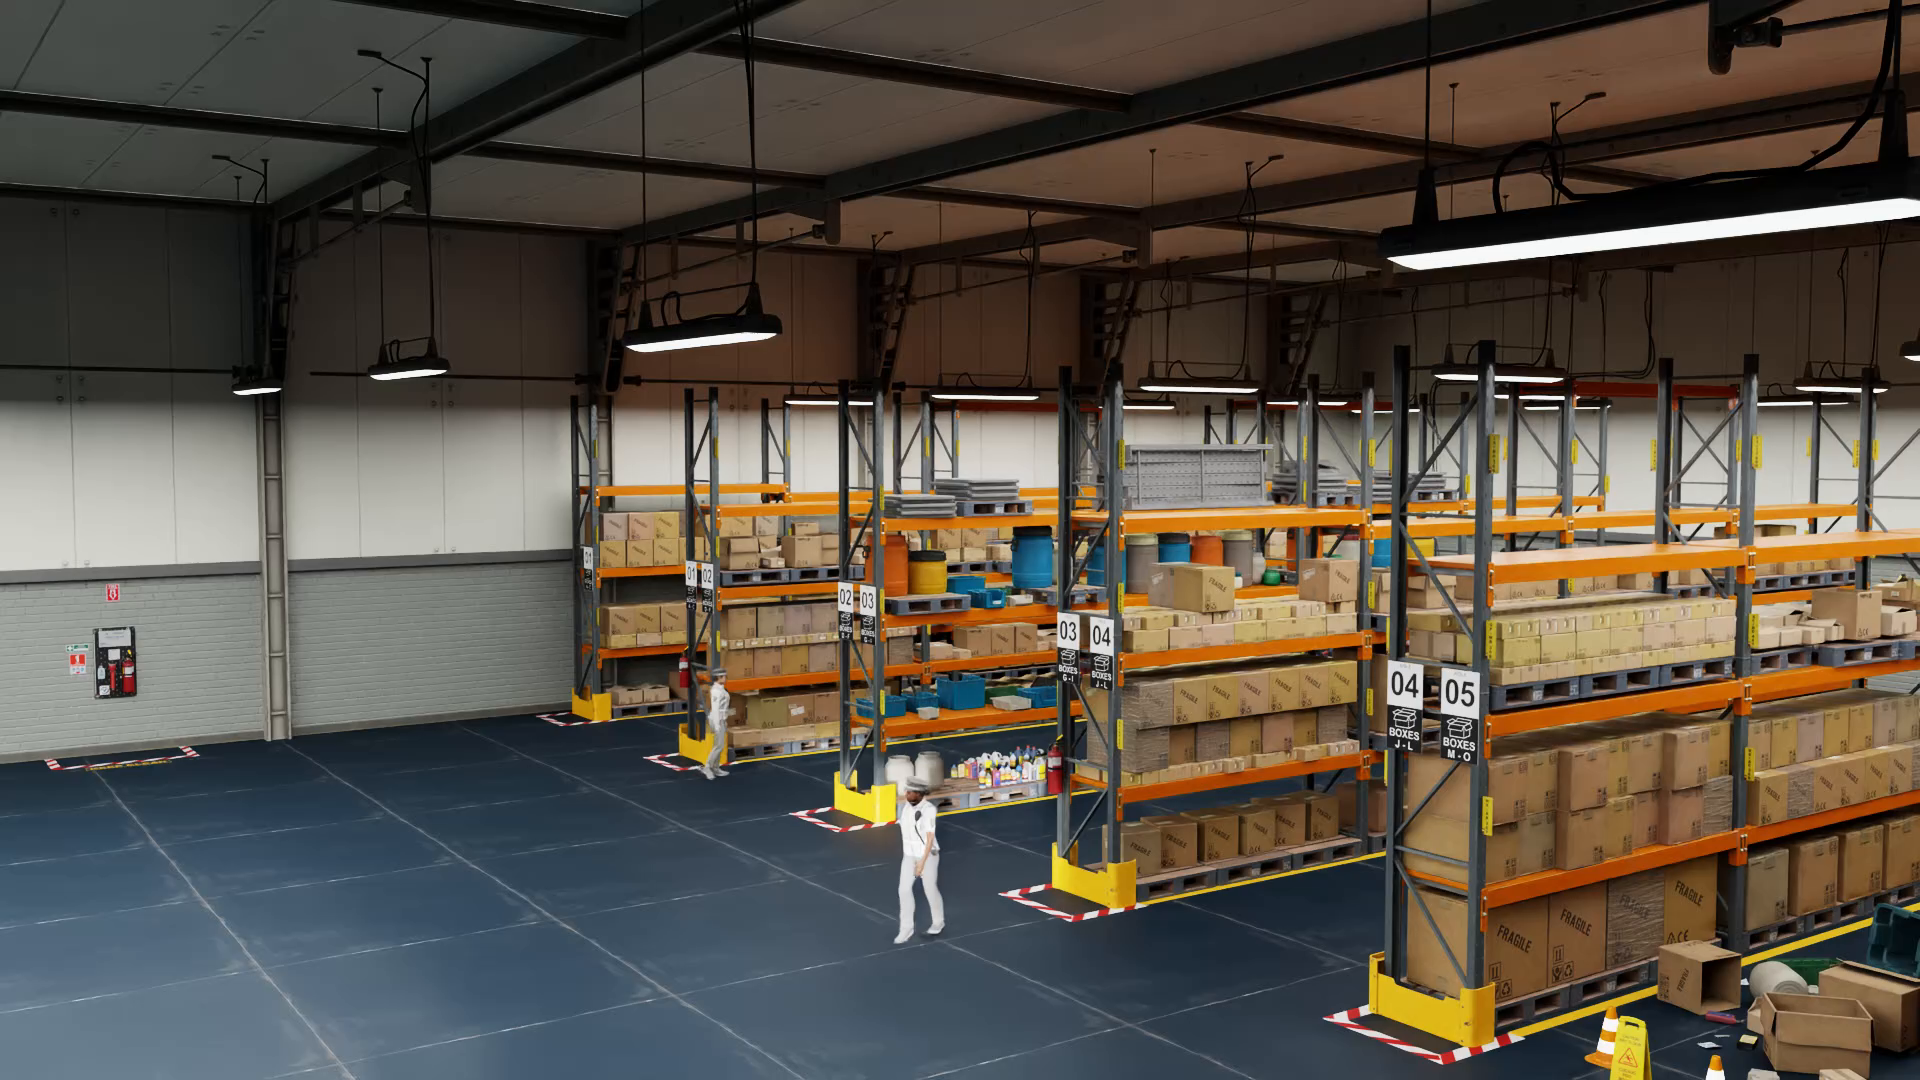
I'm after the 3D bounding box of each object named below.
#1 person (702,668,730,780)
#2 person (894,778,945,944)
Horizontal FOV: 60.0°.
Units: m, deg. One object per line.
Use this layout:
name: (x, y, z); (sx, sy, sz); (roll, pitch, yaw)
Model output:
person: (-3.742, 2.816, 25.516); (0.398, 1.707, 0.549); (0, 3, 1)
person: (-0.428, 3.319, 17.257); (0.471, 1.731, 0.666); (3, 4, 37)
